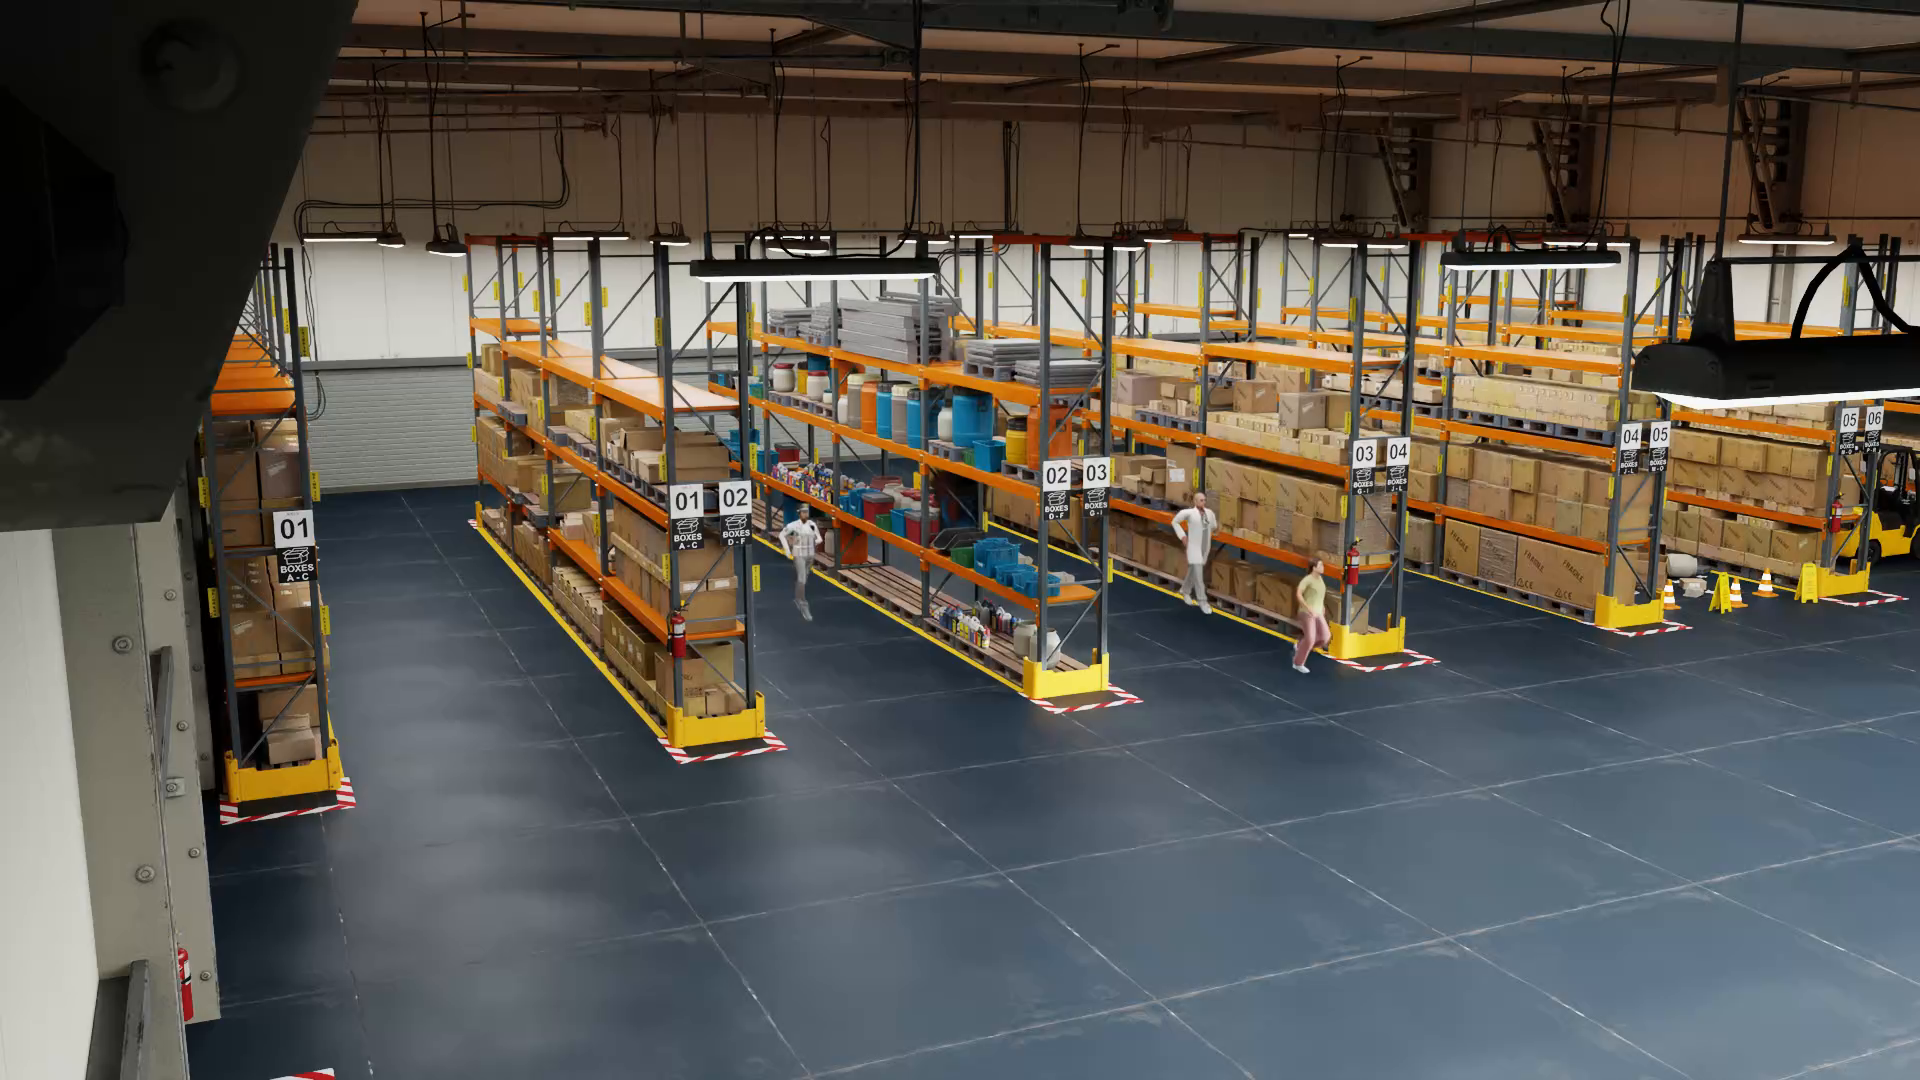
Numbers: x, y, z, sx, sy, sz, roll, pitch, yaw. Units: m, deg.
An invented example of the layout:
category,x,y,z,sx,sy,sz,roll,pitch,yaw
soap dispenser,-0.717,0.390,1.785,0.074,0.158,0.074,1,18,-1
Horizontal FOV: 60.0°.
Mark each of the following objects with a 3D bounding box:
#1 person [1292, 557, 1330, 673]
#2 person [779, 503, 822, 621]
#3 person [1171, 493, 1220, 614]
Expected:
category,x,y,z,sx,sy,sz,roll,pitch,yaw
person,5.010,1.164,23.579,0.631,1.370,0.527,-10,15,-42
person,-2.405,0.319,25.631,0.580,1.798,0.720,-9,14,-39
person,3.722,0.167,25.988,0.698,1.828,0.934,-6,13,-30
